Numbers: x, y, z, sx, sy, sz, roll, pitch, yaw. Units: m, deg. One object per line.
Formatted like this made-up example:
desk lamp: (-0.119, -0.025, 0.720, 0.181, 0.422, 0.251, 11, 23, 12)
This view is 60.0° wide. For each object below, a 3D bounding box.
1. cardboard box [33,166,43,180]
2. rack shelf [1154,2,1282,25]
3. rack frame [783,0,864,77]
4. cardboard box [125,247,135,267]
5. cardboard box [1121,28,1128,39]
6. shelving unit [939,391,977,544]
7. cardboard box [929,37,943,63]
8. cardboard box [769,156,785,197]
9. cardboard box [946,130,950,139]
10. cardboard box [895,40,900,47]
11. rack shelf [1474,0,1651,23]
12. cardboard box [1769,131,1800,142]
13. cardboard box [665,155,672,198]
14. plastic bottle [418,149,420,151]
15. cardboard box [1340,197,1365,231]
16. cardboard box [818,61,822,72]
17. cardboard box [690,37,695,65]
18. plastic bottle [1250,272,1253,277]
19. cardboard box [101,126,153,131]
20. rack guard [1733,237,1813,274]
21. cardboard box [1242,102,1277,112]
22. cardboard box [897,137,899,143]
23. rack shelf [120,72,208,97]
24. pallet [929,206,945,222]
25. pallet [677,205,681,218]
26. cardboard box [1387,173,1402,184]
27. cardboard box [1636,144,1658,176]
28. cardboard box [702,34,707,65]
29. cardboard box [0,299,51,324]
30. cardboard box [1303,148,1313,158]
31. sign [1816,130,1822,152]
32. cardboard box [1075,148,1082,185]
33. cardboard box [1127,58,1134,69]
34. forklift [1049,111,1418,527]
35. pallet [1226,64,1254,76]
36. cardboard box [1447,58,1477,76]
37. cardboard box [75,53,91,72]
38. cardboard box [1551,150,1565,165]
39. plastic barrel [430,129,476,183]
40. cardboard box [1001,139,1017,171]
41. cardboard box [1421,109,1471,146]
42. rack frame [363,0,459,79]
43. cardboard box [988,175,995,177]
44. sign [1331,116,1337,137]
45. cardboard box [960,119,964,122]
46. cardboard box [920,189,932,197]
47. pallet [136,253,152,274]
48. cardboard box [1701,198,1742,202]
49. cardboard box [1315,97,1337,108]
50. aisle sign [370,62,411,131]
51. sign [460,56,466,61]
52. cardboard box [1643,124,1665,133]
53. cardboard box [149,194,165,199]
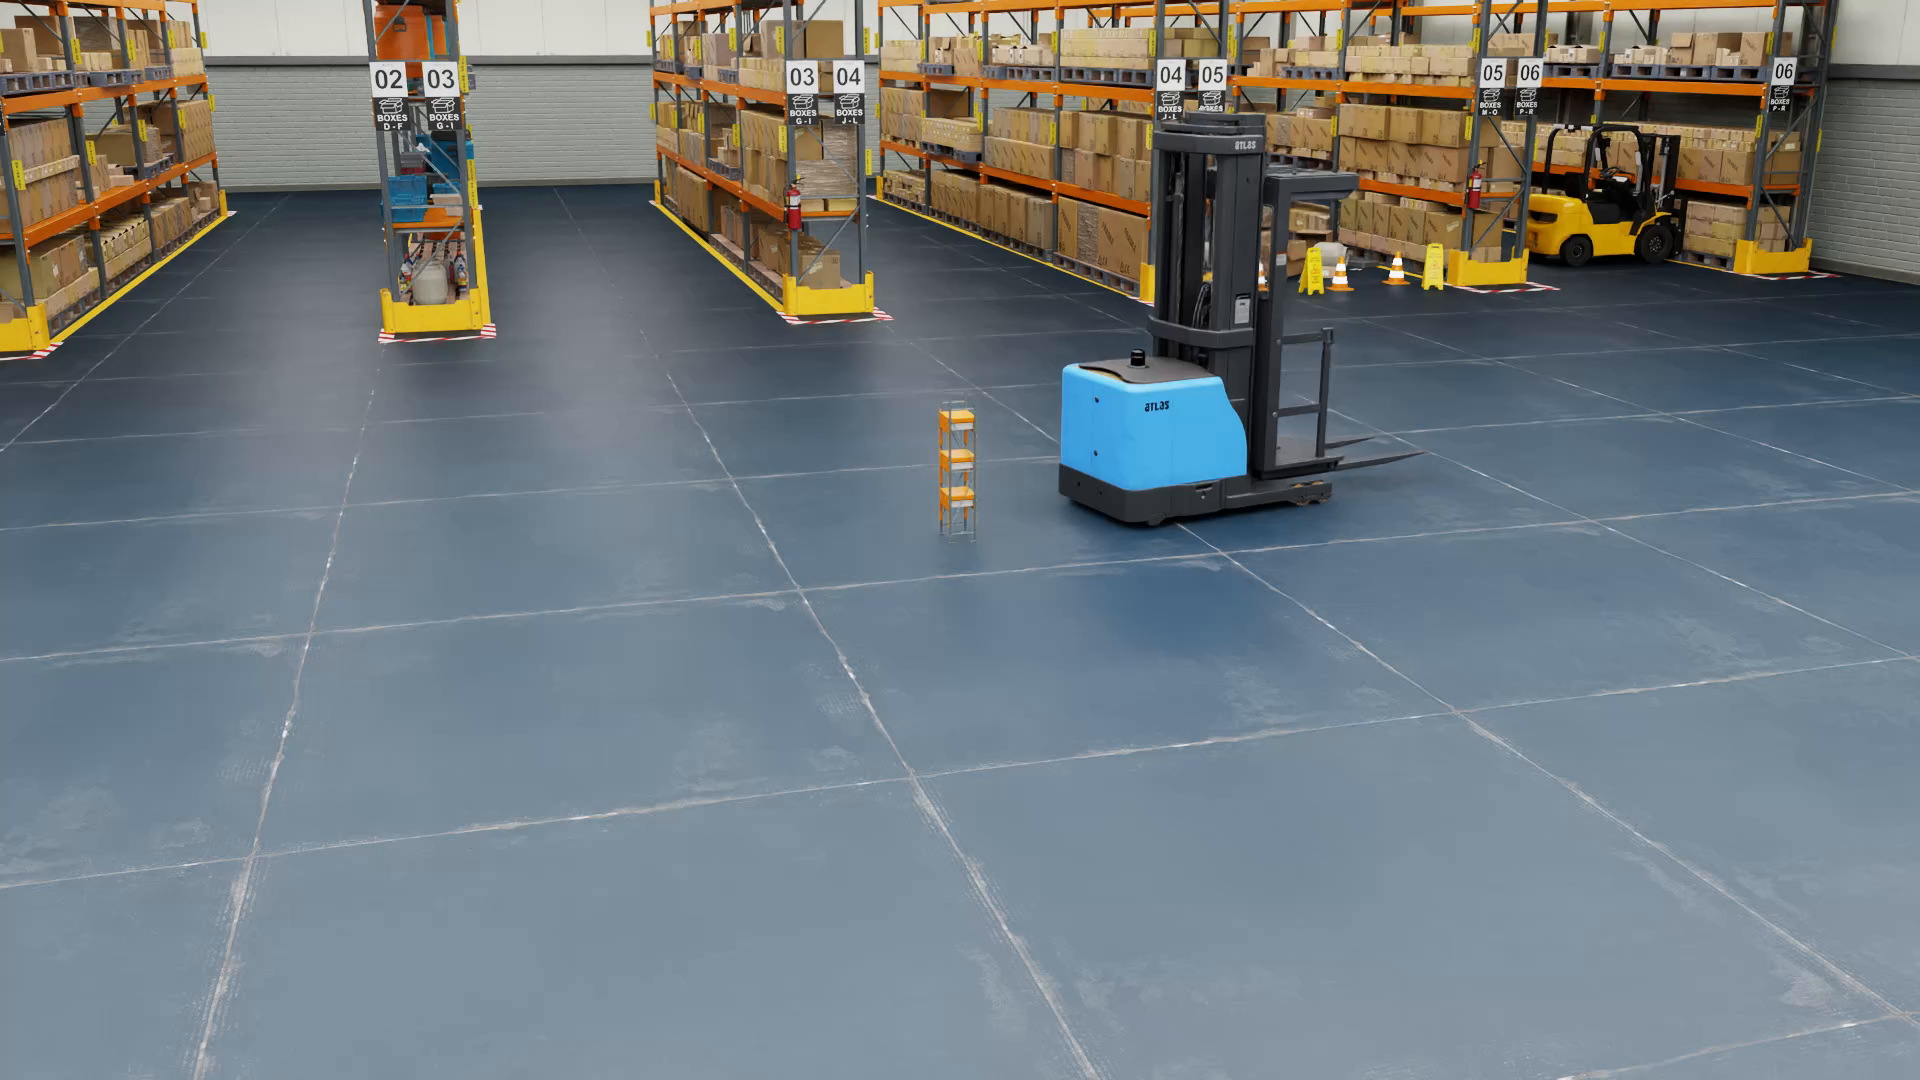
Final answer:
cardboard box: (-11.497, -4.495, 20.399, 0.380, 0.149, 0.250, -5, 17, -16)
rack shelf: (5.065, -10.323, 32.622, 1.077, 0.370, 4.000, -5, 17, -15)
rack frame: (-1.715, -7.310, 20.645, 1.000, 3.000, 0.127, -5, 17, -15)
cardboard box: (-12.636, -4.202, 24.775, 0.500, 0.250, 0.500, -4, 17, -14)
cardboard box: (2.453, -7.026, 23.060, 0.380, 0.149, 0.250, -4, 17, -14)
shelving unit: (-0.015, -0.518, 11.850, 0.215, 1.050, 0.252, -5, 17, -15)
cardboard box: (-0.218, -9.692, 32.886, 0.700, 0.500, 0.500, -5, 17, -15)
cardboard box: (-2.092, -4.910, 22.393, 0.875, 0.500, 0.500, -5, 17, -15)
cardboard box: (-0.047, -7.694, 31.542, 0.380, 0.149, 0.250, -4, 17, -14)
cardboard box: (-1.168, -10.551, 35.346, 0.380, 0.149, 0.250, -4, 17, -14)
rack shelf: (10.936, -9.610, 30.249, 1.077, 0.370, 4.000, -5, 17, -15)
cardboard box: (12.698, -6.224, 25.641, 0.380, 0.149, 0.250, -5, 17, -16)
cardboard box: (-5.859, -7.875, 35.918, 0.875, 0.875, 0.875, -5, 17, -15)
plastic bottle: (-9.760, -6.891, 29.893, 0.152, 0.276, 0.135, -5, 17, -15)
cardboard box: (6.617, -5.385, 27.412, 0.500, 0.500, 0.500, -4, 17, -13)
cardboard box: (-1.734, -6.226, 21.819, 0.380, 0.149, 0.250, -5, 17, -16)
cardboard box: (-4.495, -8.900, 30.243, 0.797, 0.503, 0.637, -5, 17, -16)
plastic bottle: (4.368, -4.048, 25.322, 0.133, 0.061, 0.283, -12, 20, -34)
cardboard box: (-14.374, -6.889, 28.767, 0.700, 0.500, 0.500, -2, 17, -6)
rack guard: (12.592, -4.410, 25.763, 1.175, 0.500, 0.348, -5, 17, -15)
cardboard box: (5.715, -8.115, 31.843, 0.500, 0.500, 0.500, -5, 18, -17)
cardboard box: (-1.155, -8.707, 36.161, 0.380, 0.149, 0.250, -5, 17, -16)
rack shelf: (-15.088, -8.619, 31.468, 1.077, 0.370, 4.000, -5, 17, -15)
pallet: (-0.001, -6.569, 33.455, 1.003, 0.211, 1.213, -5, 17, -15)
pallet: (-5.146, -6.637, 33.680, 1.003, 0.211, 1.213, -5, 17, -15)
cardboard box: (6.931, -5.672, 26.056, 0.380, 0.149, 0.250, -5, 17, -15)
cardboard box: (11.656, -6.342, 27.676, 0.500, 0.500, 0.500, -5, 17, -16)
cardboard box: (-4.032, -8.223, 27.856, 0.500, 0.500, 0.500, -5, 17, -15)
cardboard box: (-11.174, -2.705, 19.791, 0.500, 0.250, 0.500, -5, 17, -15)
cardboard box: (6.147, -6.671, 28.652, 0.380, 0.149, 0.250, -5, 17, -16)
sign: (13.120, -6.108, 25.430, 0.100, 0.325, 0.005, -5, 17, -15)
cardboard box: (2.268, -5.728, 25.545, 0.875, 0.550, 0.550, -5, 17, -15)
cardboard box: (2.525, -6.572, 22.935, 0.380, 0.149, 0.250, -4, 17, -14)
forklift: (2.238, -1.778, 12.777, 3.031, 2.935, 1.130, -9, 19, -27)
pallet: (5.387, -8.953, 31.657, 1.213, 0.211, 1.003, -4, 17, -13)
cardboard box: (7.414, -6.847, 24.063, 0.500, 0.250, 0.500, -5, 17, -16)
cardboard box: (-12.807, -6.860, 23.894, 0.500, 0.250, 0.500, -6, 18, -20)
cardboard box: (10.952, -6.905, 29.987, 0.500, 0.250, 0.500, -5, 17, -16)
plastic barrel: (-7.391, -5.522, 24.251, 0.600, 0.901, 0.708, -5, 17, -15)
cardboard box: (1.028, -6.636, 28.656, 0.500, 0.500, 0.500, -5, 17, -15)
cardboard box: (7.331, -6.154, 24.796, 0.700, 0.500, 0.500, -5, 17, -15)
rack frame: (-6.477, -6.918, 19.341, 1.000, 3.000, 0.127, -5, 17, -15)
cardboard box: (0.664, -6.865, 31.903, 0.500, 0.250, 0.500, -5, 17, -15)
sign: (6.182, -6.836, 27.483, 0.100, 0.325, 0.005, -5, 17, -15)
cardboard box: (0.226, -8.244, 32.856, 0.380, 0.149, 0.250, -5, 18, -17)
cardboard box: (-0.608, -7.160, 34.284, 0.380, 0.149, 0.250, -4, 17, -14)
pallet: (-13.251, -4.301, 25.903, 1.003, 0.211, 1.213, -5, 17, -15)
cardboard box: (12.367, -5.402, 27.032, 0.500, 0.250, 0.500, -5, 17, -16)
cardboard box: (8.466, -9.907, 38.160, 0.500, 0.500, 0.500, -4, 17, -14)
aisle sign: (-6.743, -5.247, 19.686, 0.394, 0.787, 0.004, -5, 17, -15)
sign: (-9.246, -8.848, 30.964, 0.100, 0.325, 0.005, -5, 17, -15)
cardboard box: (11.595, -6.825, 27.642, 0.380, 0.149, 0.250, -5, 17, -16)
cardboard box: (-14.968, -6.122, 30.700, 0.500, 0.500, 0.500, -5, 17, -15)
